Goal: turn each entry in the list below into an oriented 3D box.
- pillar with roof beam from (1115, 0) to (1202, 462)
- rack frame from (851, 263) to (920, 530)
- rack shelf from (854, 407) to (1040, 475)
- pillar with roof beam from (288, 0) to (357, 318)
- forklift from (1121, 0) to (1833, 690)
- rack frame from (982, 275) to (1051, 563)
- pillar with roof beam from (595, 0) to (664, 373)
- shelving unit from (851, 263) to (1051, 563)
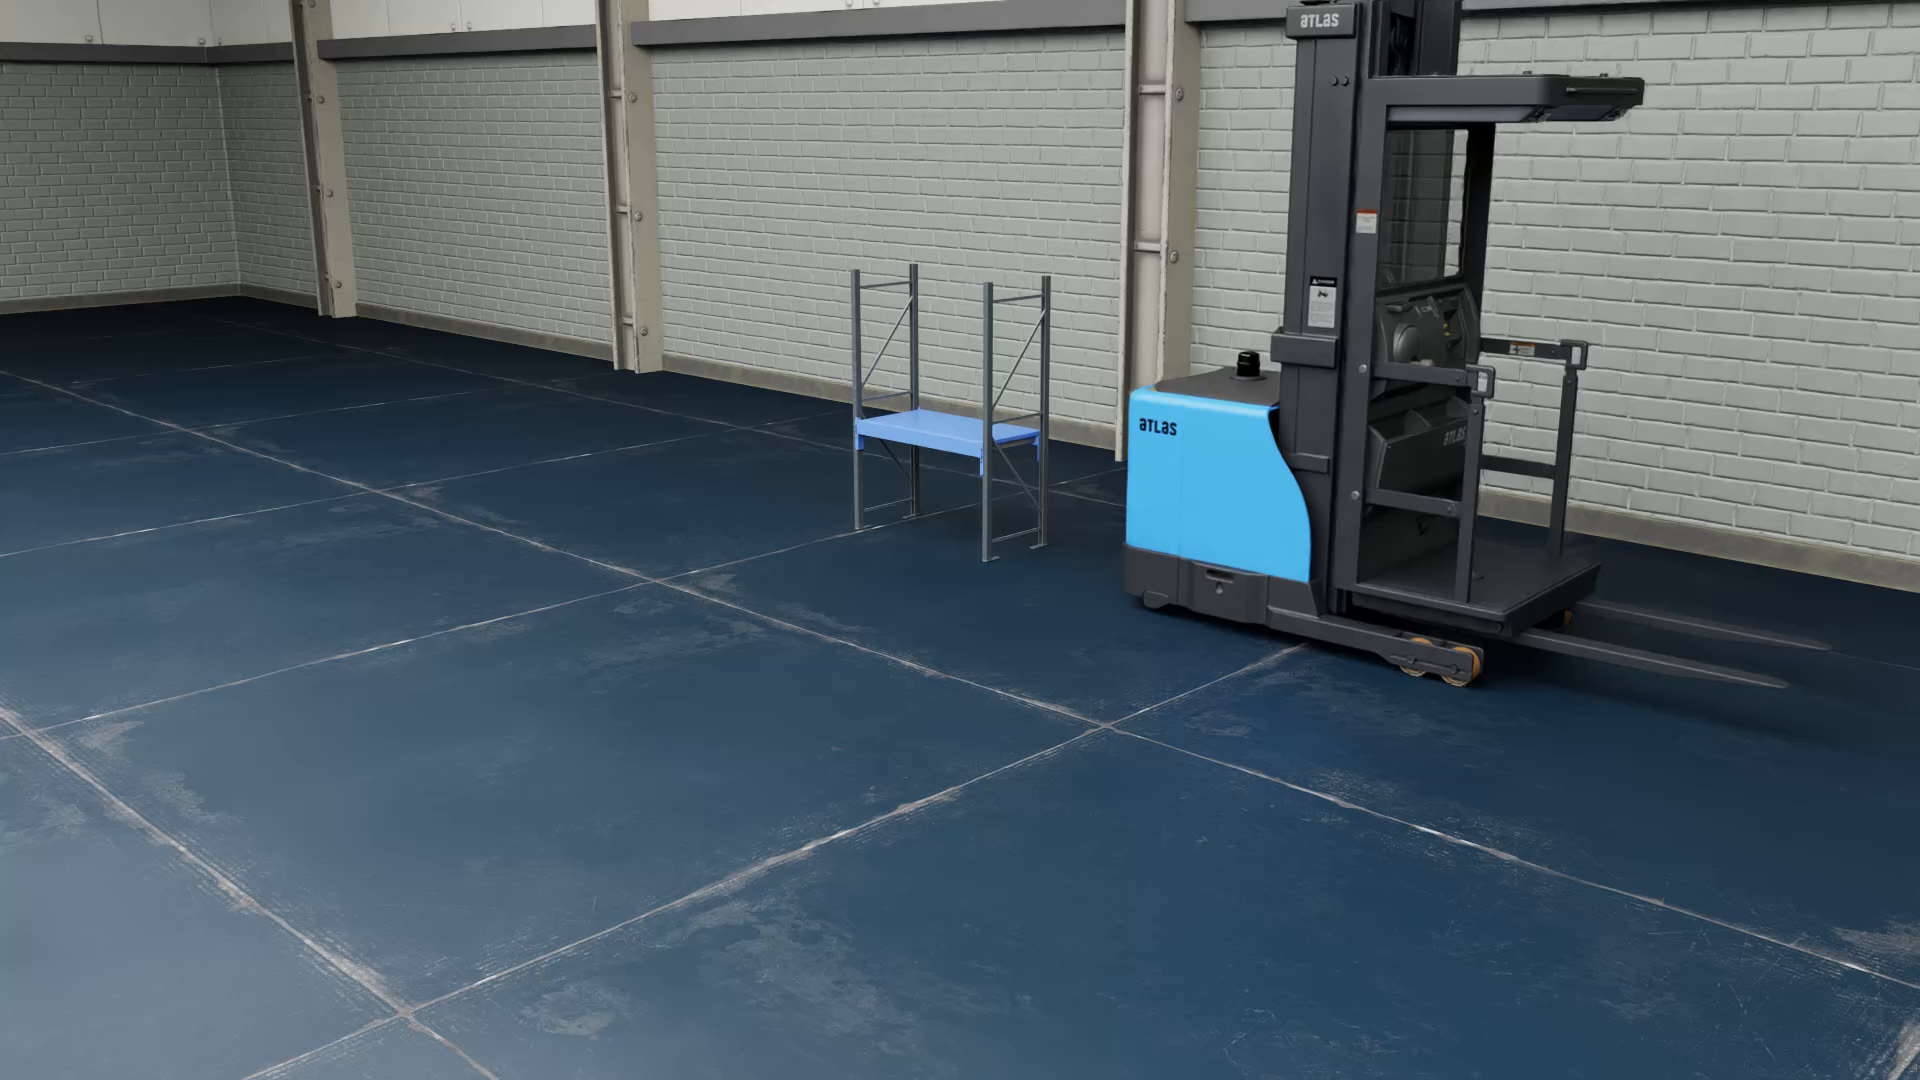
[{"bbox_3d":[-1.666,-4.119,7.393,0.400,9.000,9.100,14,20,42],"label":"pillar with roof beam"},{"bbox_3d":[-0.427,-0.830,9.642,0.032,1.500,0.500,14,20,42],"label":"rack frame"},{"bbox_3d":[-0.061,-0.567,9.346,1.000,0.185,0.538,14,20,42],"label":"rack shelf"},{"bbox_3d":[-10.304,-6.219,15.453,0.400,9.000,9.100,14,20,42],"label":"pillar with roof beam"},{"bbox_3d":[2.239,-0.948,7.257,3.031,2.935,1.130,12,19,39],"label":"forklift"},{"bbox_3d":[0.305,-0.652,8.959,0.032,1.500,0.500,14,20,42],"label":"rack frame"},{"bbox_3d":[-5.985,-5.169,11.423,0.400,9.000,9.100,14,20,42],"label":"pillar with roof beam"},{"bbox_3d":[-0.061,-0.741,9.300,1.048,1.500,0.538,14,20,42],"label":"shelving unit"}]
